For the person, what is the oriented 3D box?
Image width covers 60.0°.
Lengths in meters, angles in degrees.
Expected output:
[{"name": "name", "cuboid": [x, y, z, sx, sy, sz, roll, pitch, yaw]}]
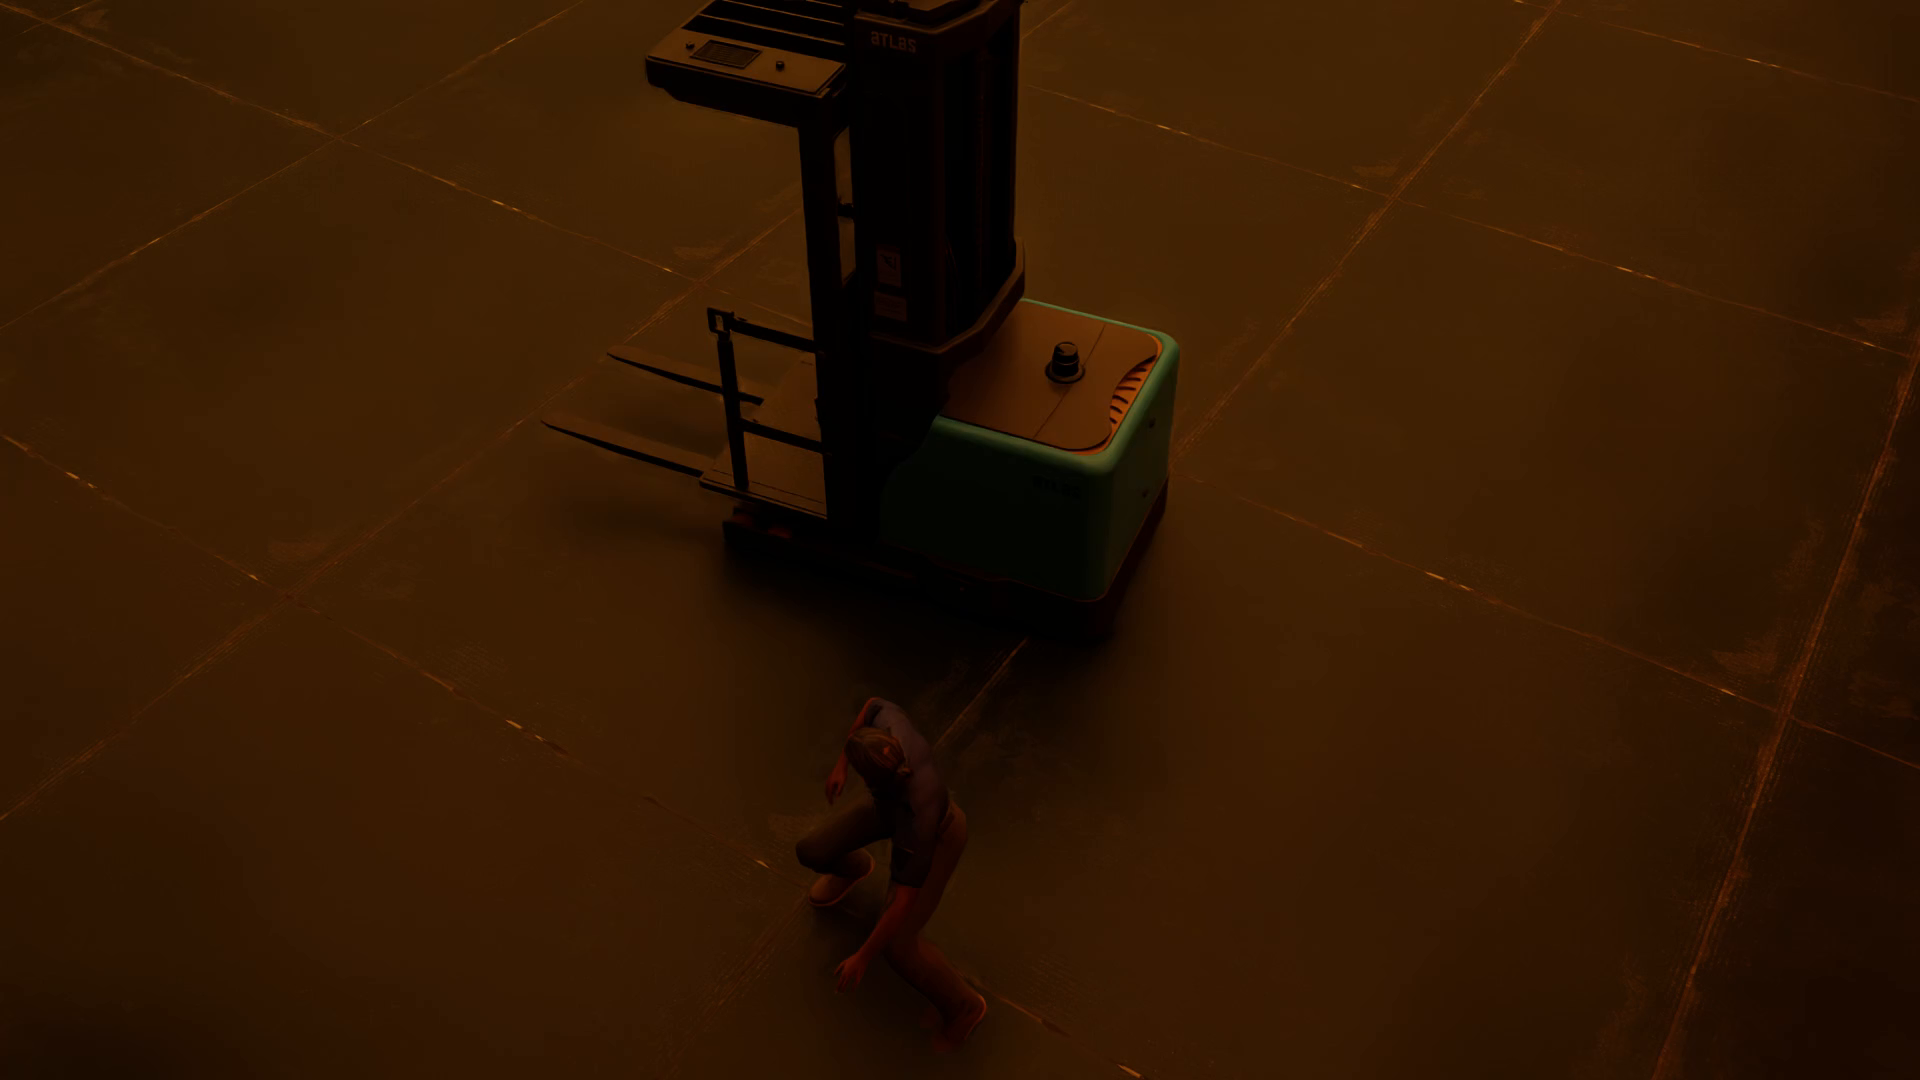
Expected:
[{"name": "person", "cuboid": [-0.265, 1.129, 5.823, 0.716, 1.432, 0.855, -23, 48, -22]}]

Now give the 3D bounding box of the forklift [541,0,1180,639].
[{"name": "forklift", "cuboid": [-0.571, -1.292, 7.212, 3.031, 2.935, 1.130, 17, 46, 17]}]
